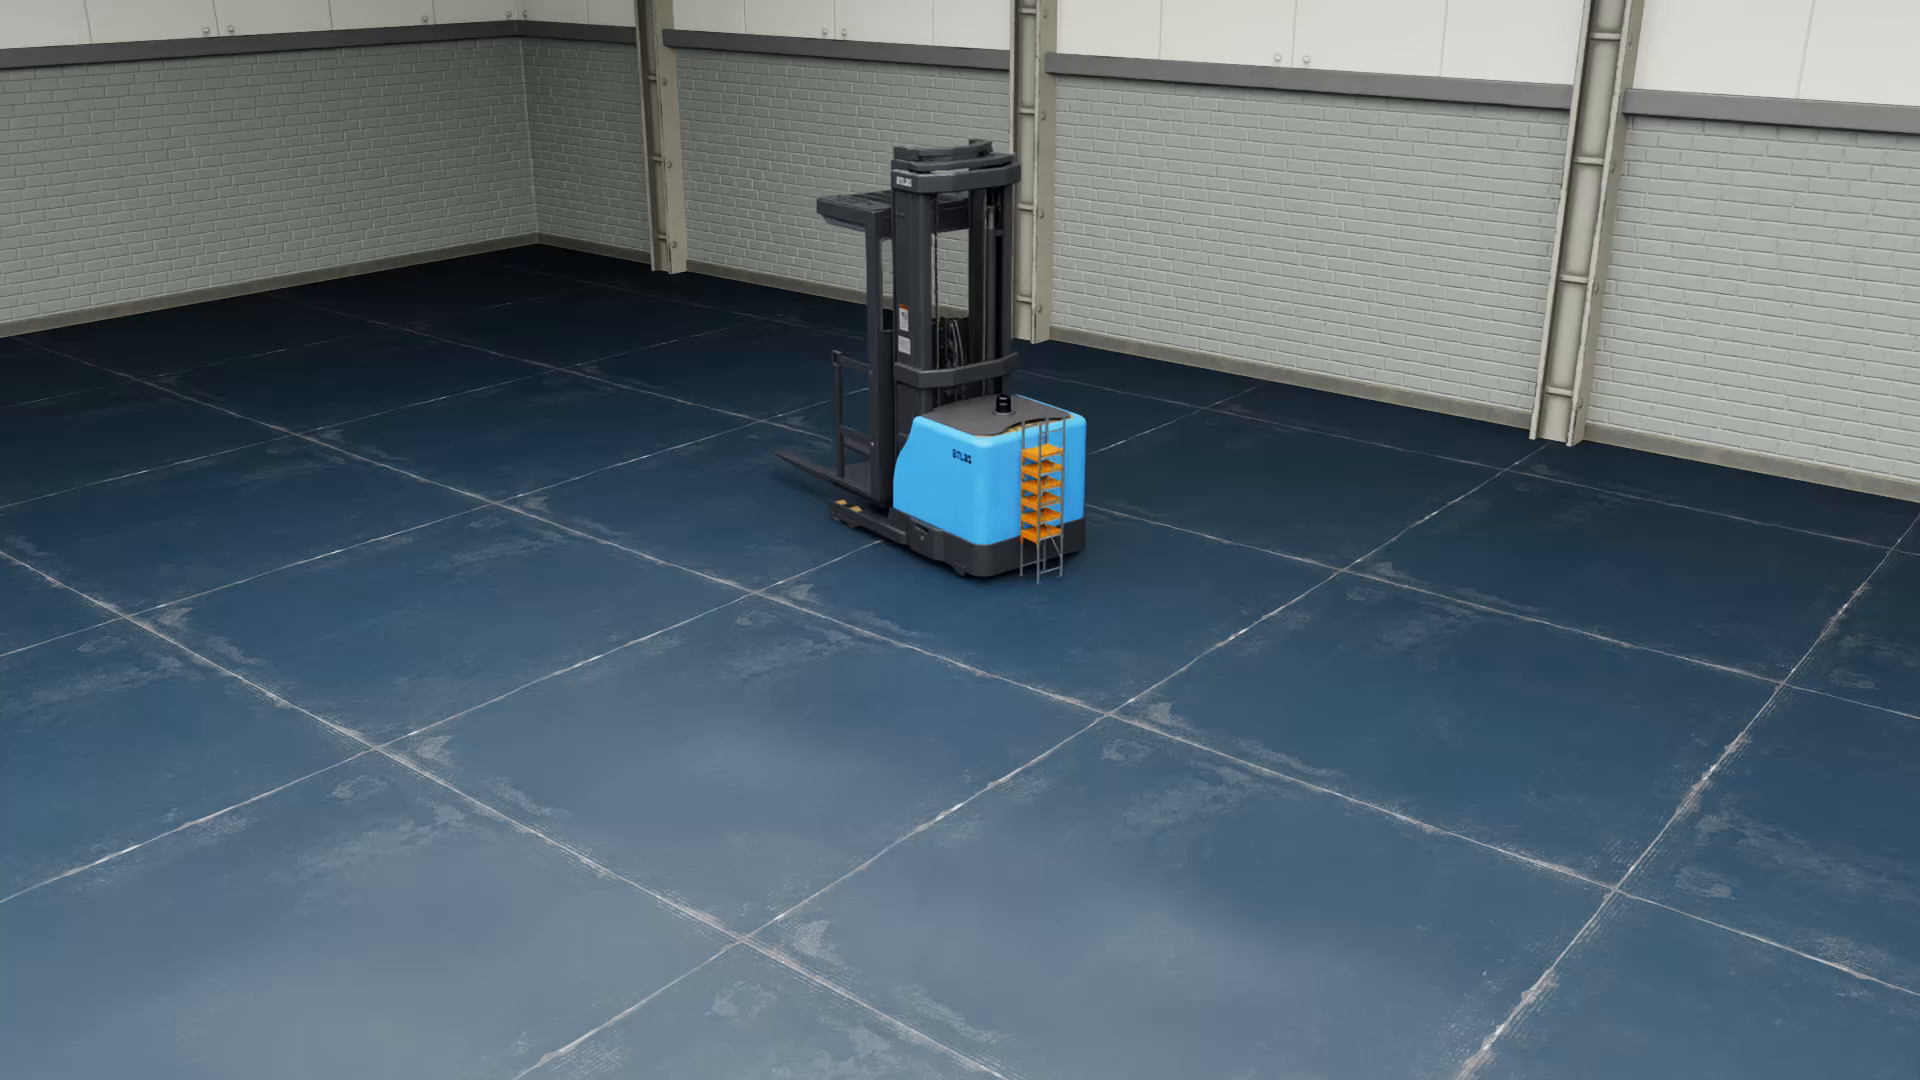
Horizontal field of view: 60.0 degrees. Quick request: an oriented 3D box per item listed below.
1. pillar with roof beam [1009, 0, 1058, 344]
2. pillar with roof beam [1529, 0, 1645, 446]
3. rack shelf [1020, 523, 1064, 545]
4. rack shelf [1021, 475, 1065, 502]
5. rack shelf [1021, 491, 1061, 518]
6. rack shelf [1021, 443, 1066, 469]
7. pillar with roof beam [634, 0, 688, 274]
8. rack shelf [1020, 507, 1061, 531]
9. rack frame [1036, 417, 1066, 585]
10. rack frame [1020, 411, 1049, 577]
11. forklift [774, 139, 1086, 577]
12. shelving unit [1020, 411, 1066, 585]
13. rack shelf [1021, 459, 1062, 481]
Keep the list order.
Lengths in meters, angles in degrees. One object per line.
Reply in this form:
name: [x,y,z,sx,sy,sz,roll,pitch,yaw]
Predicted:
pillar with roof beam: [-1.949,-5.295,13.956,0.400,9.000,9.100,16,26,36]
pillar with roof beam: [2.700,-3.956,10.406,0.400,9.000,9.100,16,26,36]
rack shelf: [0.583,-0.027,11.847,0.258,0.103,0.180,-15,26,-35]
rack shelf: [0.583,-0.364,11.720,0.258,0.103,0.180,-15,26,-35]
rack shelf: [0.583,-0.252,11.762,0.258,0.103,0.180,-15,26,-35]
rack shelf: [0.583,-0.589,11.635,0.258,0.103,0.180,-15,26,-35]
pillar with roof beam: [-6.597,-6.634,17.506,0.400,9.000,9.100,16,26,36]
rack shelf: [0.583,-0.140,11.804,0.258,0.103,0.180,-15,26,-35]
rack frame: [0.640,-0.268,11.679,0.240,1.200,0.006,-15,26,-35]
rack frame: [0.527,-0.319,11.814,0.240,1.200,0.006,-15,26,-35]
forklift: [-0.376,-1.561,12.655,1.130,2.935,3.031,-15,26,-35]
shelving unit: [0.583,-0.294,11.746,0.258,1.200,0.189,-15,26,-35]
rack shelf: [0.583,-0.477,11.677,0.258,0.103,0.180,-15,26,-35]
